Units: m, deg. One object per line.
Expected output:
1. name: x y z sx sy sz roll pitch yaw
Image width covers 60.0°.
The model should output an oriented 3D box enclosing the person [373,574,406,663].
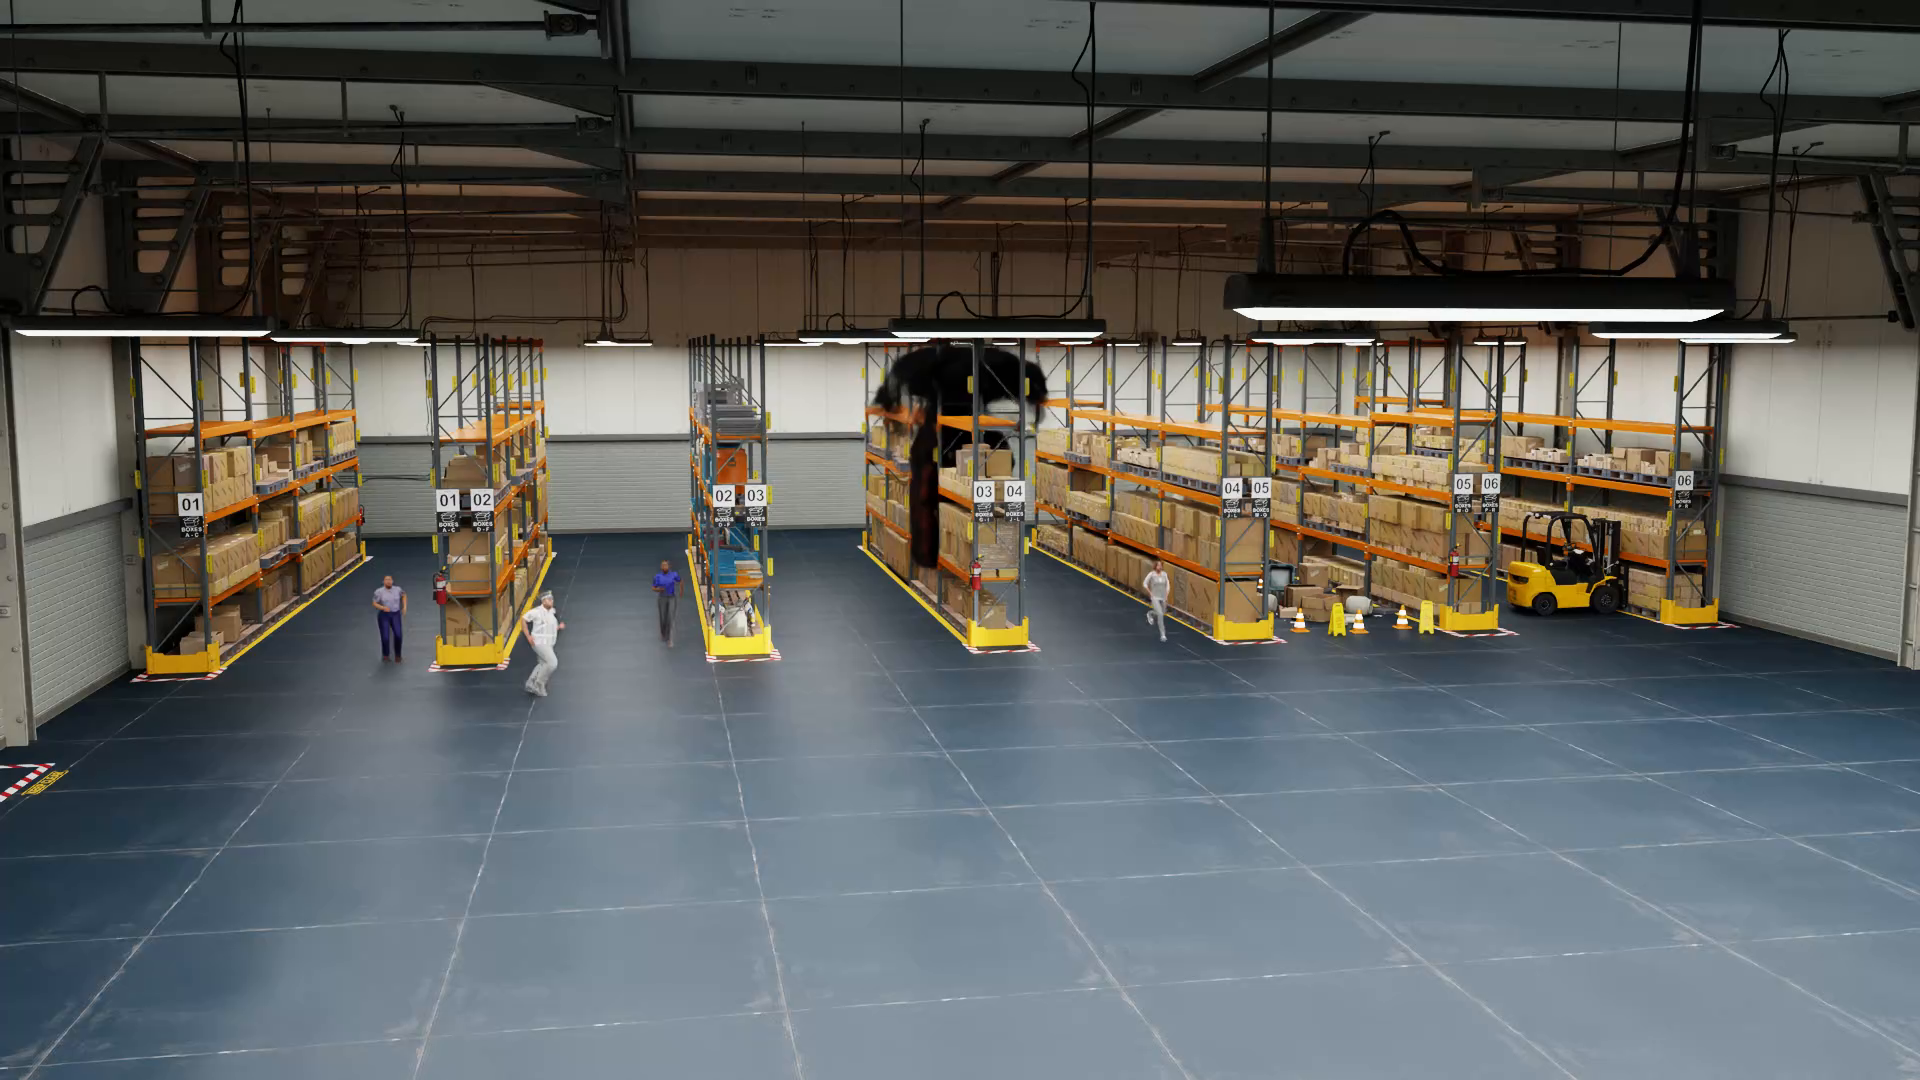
1. person: -10.405 1.451 30.393 0.614 1.676 0.672 -3 7 -27

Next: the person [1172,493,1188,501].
1. person: 6.672 -0.964 50.702 0.862 1.784 0.726 0 7 -1

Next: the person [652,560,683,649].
1. person: -5.677 1.224 32.267 0.583 1.682 0.877 -1 7 -7

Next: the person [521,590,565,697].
1. person: -6.874 1.716 27.478 0.762 1.782 0.645 2 7 17

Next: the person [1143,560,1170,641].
1. person: 3.922 1.183 33.085 0.520 1.578 0.917 -3 7 -22
